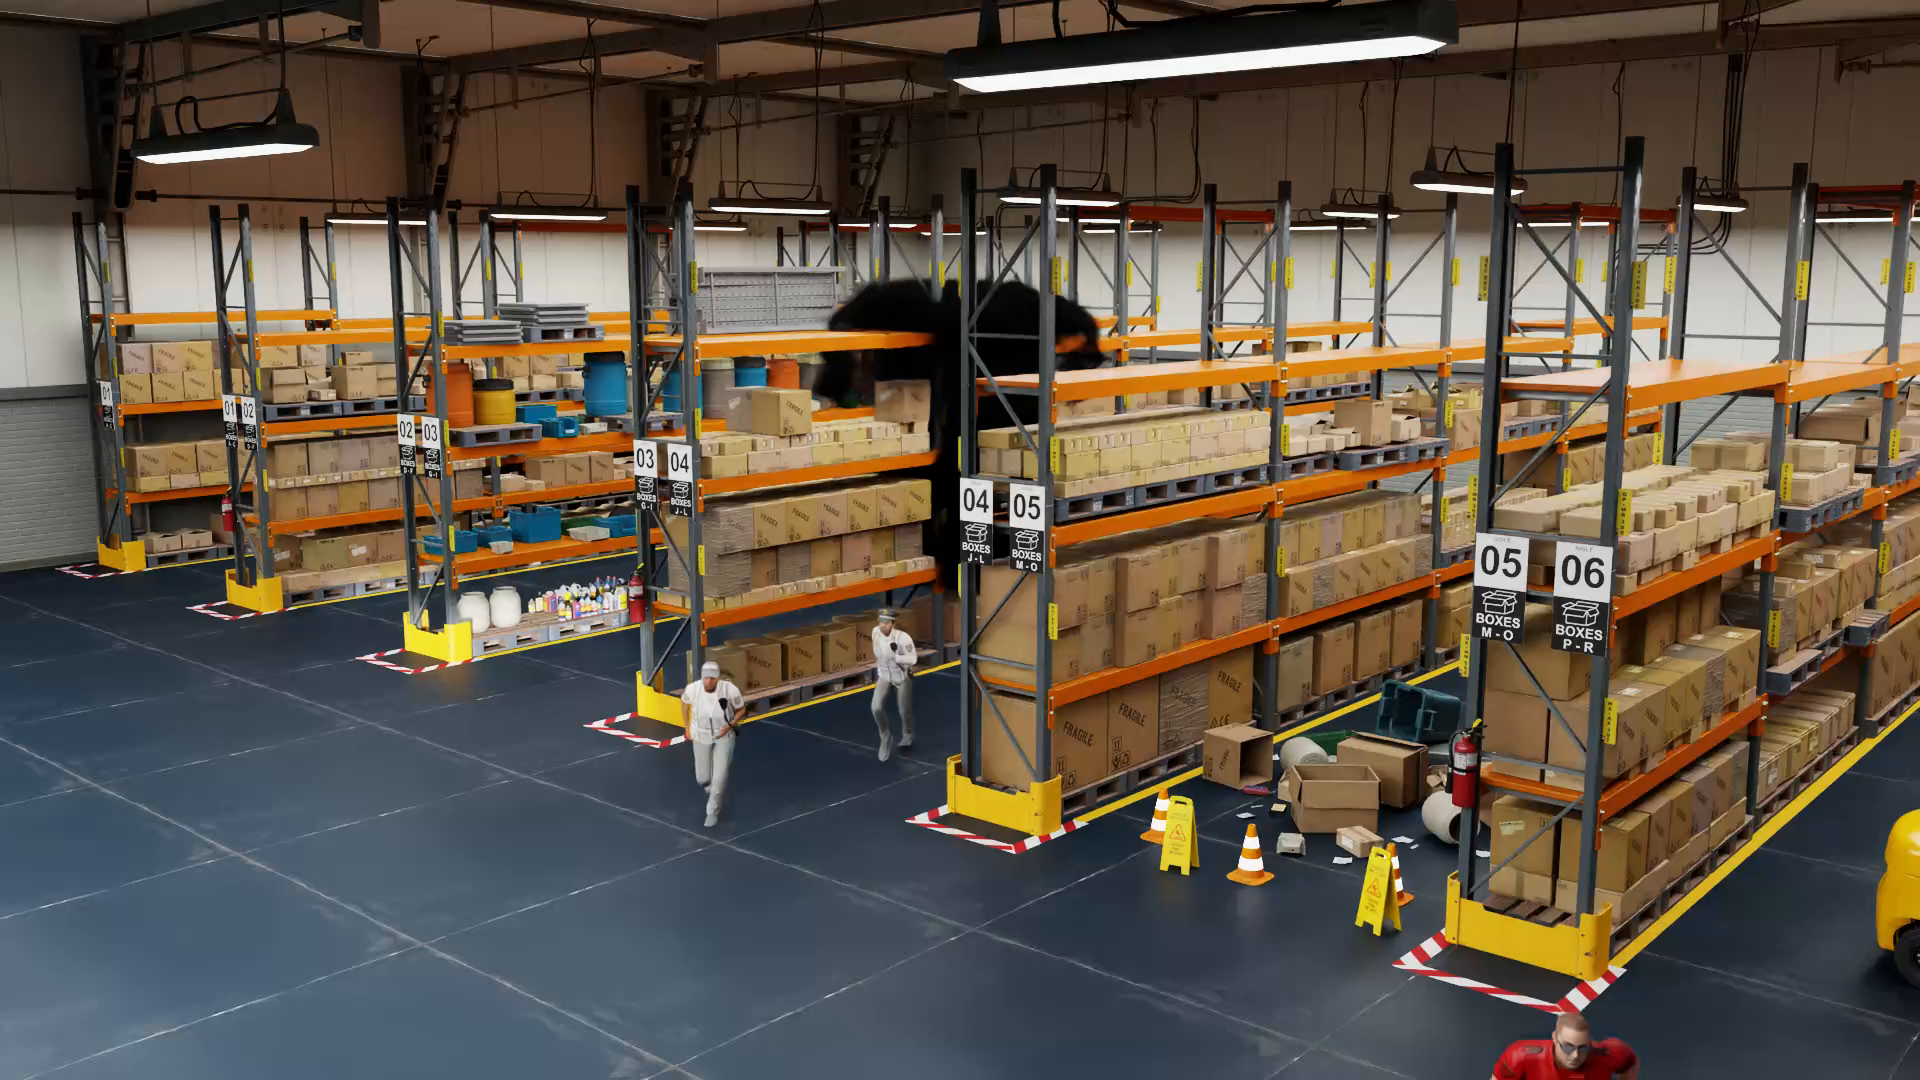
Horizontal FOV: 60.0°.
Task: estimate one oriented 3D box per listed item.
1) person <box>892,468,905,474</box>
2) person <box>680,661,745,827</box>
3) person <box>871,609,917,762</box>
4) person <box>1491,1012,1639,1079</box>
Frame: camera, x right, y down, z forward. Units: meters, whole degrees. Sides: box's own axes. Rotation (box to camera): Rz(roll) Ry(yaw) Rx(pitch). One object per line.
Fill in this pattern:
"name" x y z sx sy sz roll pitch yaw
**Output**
"person" -1.369 -1.011 32.331 0.654 1.690 0.729 8 12 40
"person" -2.290 1.863 15.456 0.599 1.604 0.769 -1 10 -7
"person" -0.682 1.475 17.440 0.602 1.650 0.885 3 10 17
"person" 2.999 3.019 8.373 0.702 1.693 1.020 2 10 10
